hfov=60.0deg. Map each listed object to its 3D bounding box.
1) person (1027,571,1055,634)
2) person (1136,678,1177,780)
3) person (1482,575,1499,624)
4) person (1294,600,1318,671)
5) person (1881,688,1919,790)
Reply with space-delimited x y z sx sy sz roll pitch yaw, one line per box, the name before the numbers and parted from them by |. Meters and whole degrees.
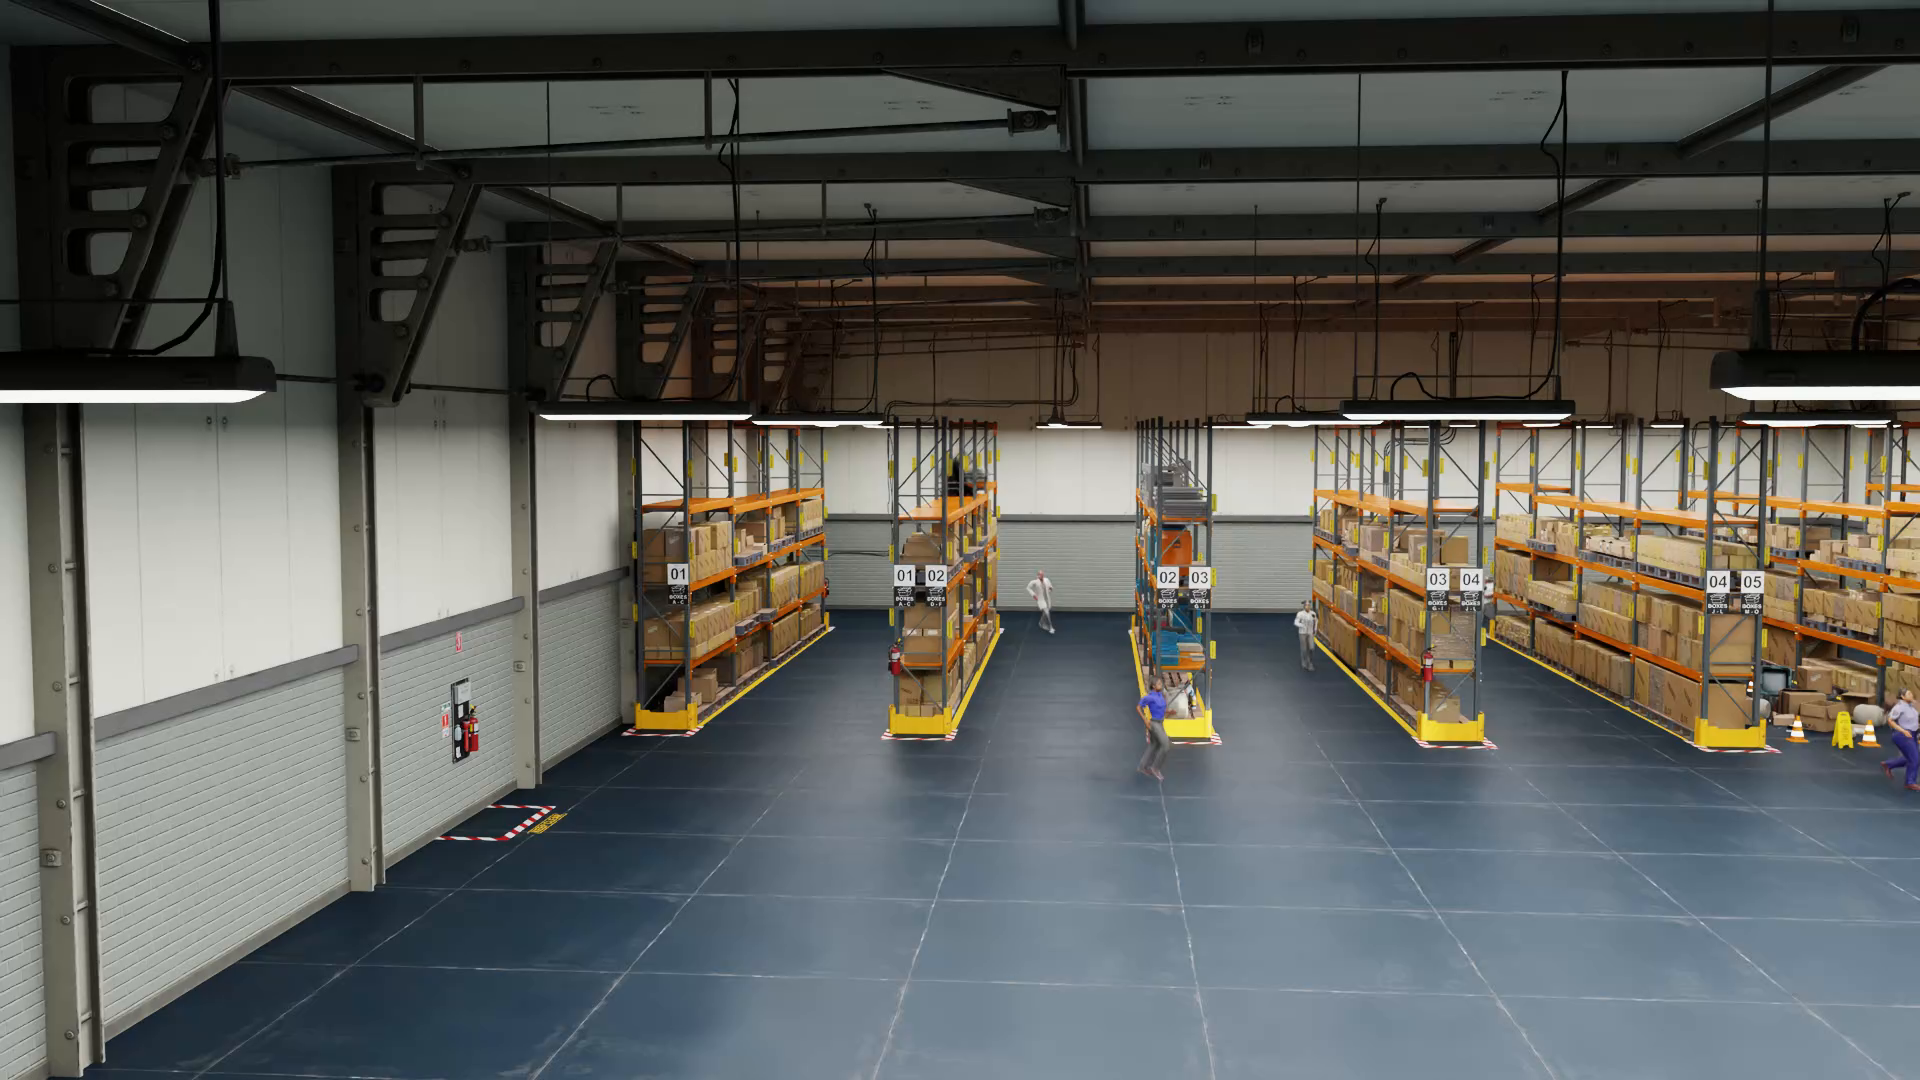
person | 2.311 1.763 47.352 0.709 1.805 0.831 -2 4 -33
person | 3.248 3.113 27.408 0.702 1.690 0.542 2 4 25
person | 15.089 1.795 47.395 0.933 1.630 0.637 0 4 5
person | 8.324 2.288 39.934 0.599 1.724 0.703 0 4 4
person | 15.161 3.183 26.734 0.615 1.586 0.727 -3 5 -38
